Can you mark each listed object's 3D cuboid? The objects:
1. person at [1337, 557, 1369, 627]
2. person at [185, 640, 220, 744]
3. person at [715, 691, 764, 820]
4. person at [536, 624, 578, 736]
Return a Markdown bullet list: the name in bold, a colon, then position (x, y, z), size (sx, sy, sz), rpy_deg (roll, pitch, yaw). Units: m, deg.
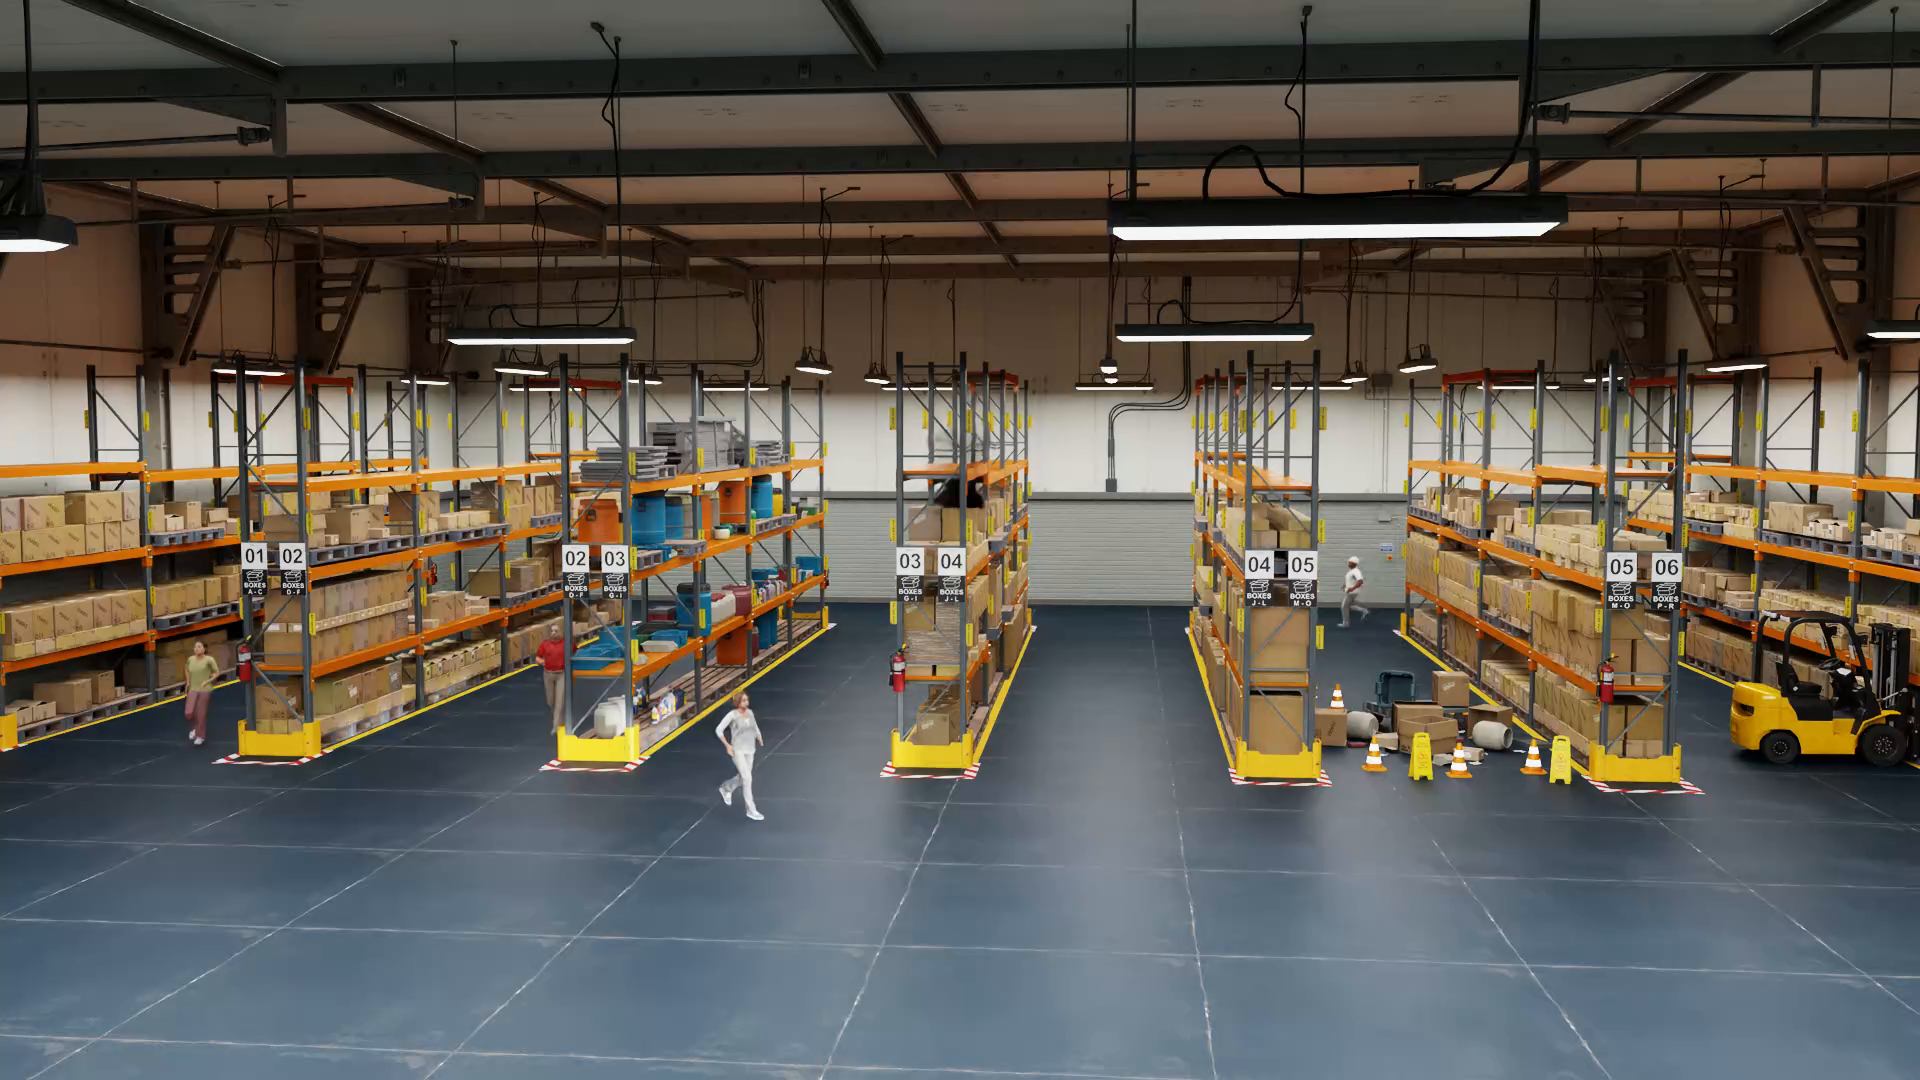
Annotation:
- **person**: position (9.600, 1.272, 40.511), size (0.766, 1.737, 0.717), rpy_deg (0, 4, 7)
- **person**: position (-11.812, 2.361, 25.845), size (0.567, 1.639, 0.529), rpy_deg (0, 4, -5)
- **person**: position (-2.793, 2.703, 21.073), size (0.855, 1.586, 0.559), rpy_deg (4, 5, 41)
- **person**: position (-6.498, 2.218, 26.776), size (0.661, 1.721, 0.973), rpy_deg (0, 4, -1)
